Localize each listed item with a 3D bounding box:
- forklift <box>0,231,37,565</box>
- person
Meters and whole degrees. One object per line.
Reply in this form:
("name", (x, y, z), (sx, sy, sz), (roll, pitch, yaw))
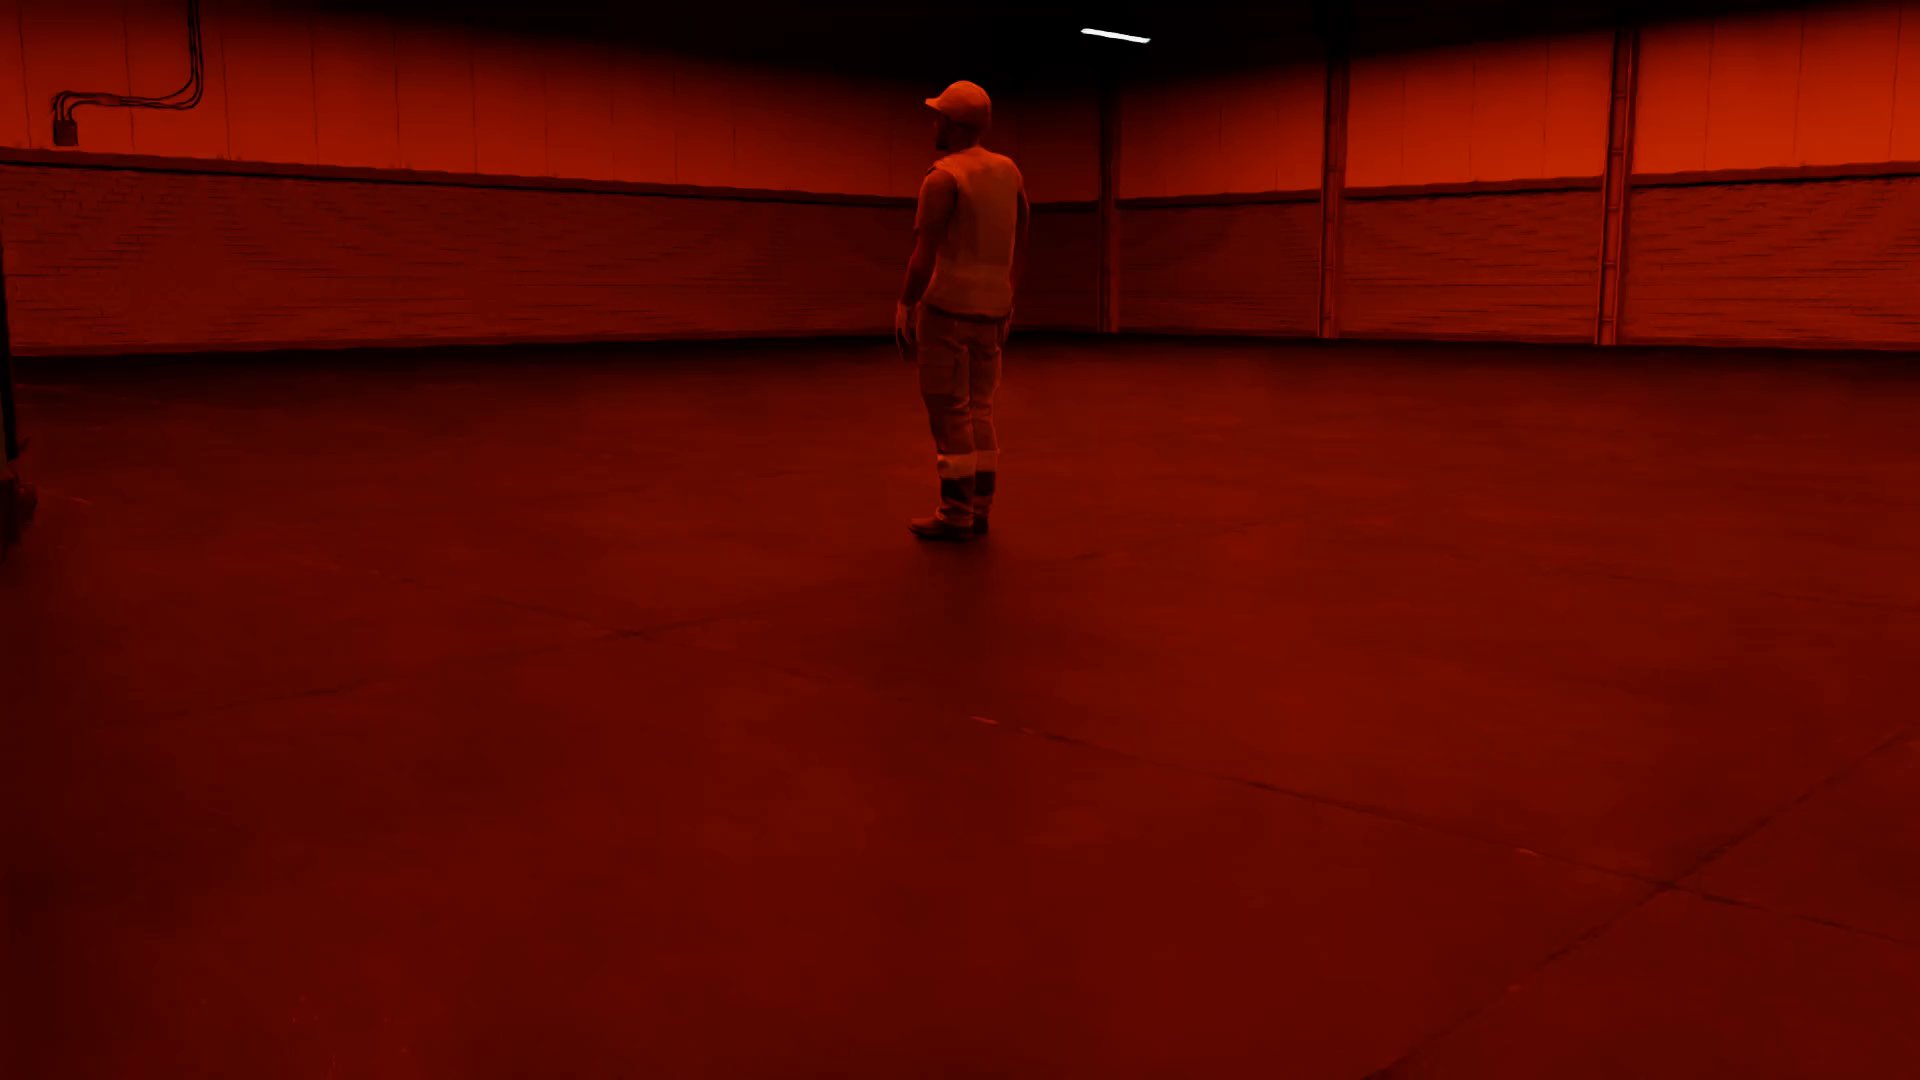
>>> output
("forklift", (-4.464, -1.472, 6.651), (1.130, 2.935, 3.031), (-4, 10, -26))
("person", (-0.050, -0.901, 6.646), (0.563, 1.787, 0.637), (8, 12, 43))
